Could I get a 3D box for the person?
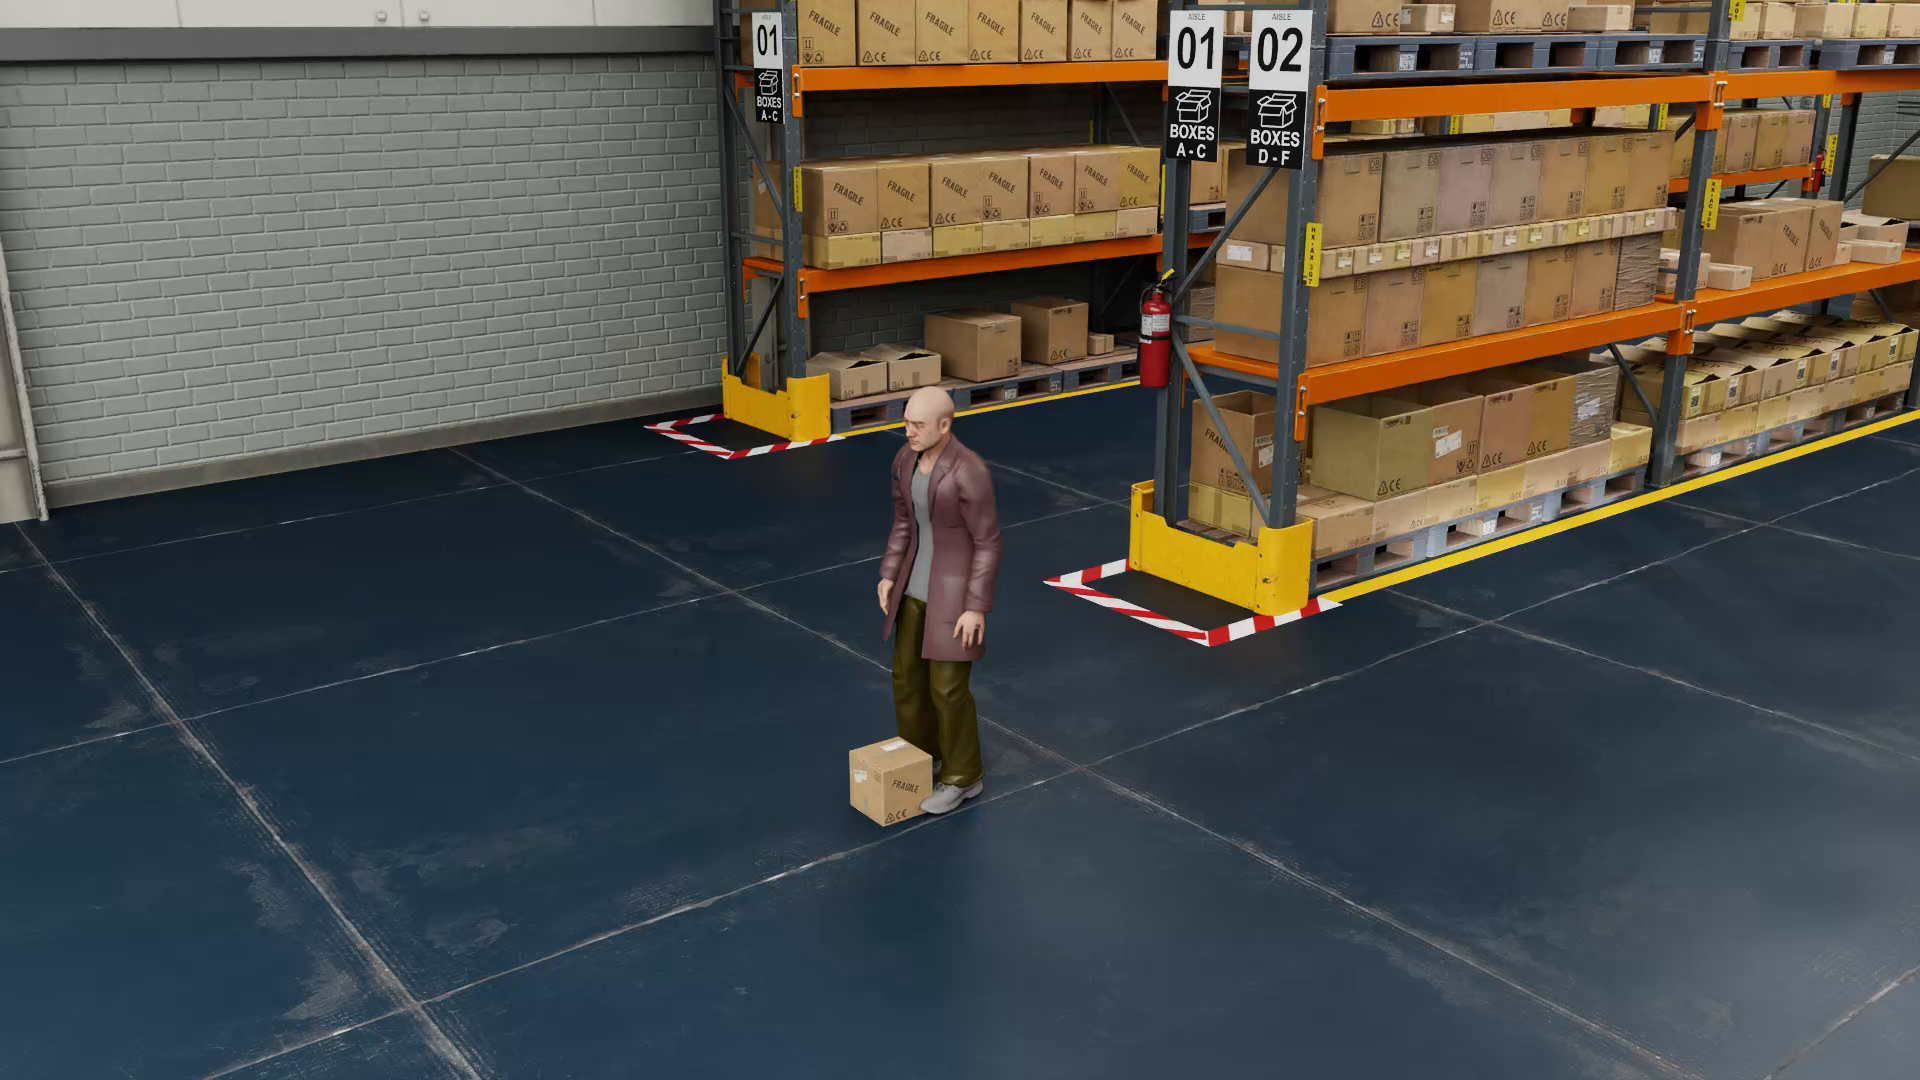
[{"bbox_3d":[-0.092,0.230,6.841,0.416,1.774,0.656,-14,22,-38],"label":"person"}]
